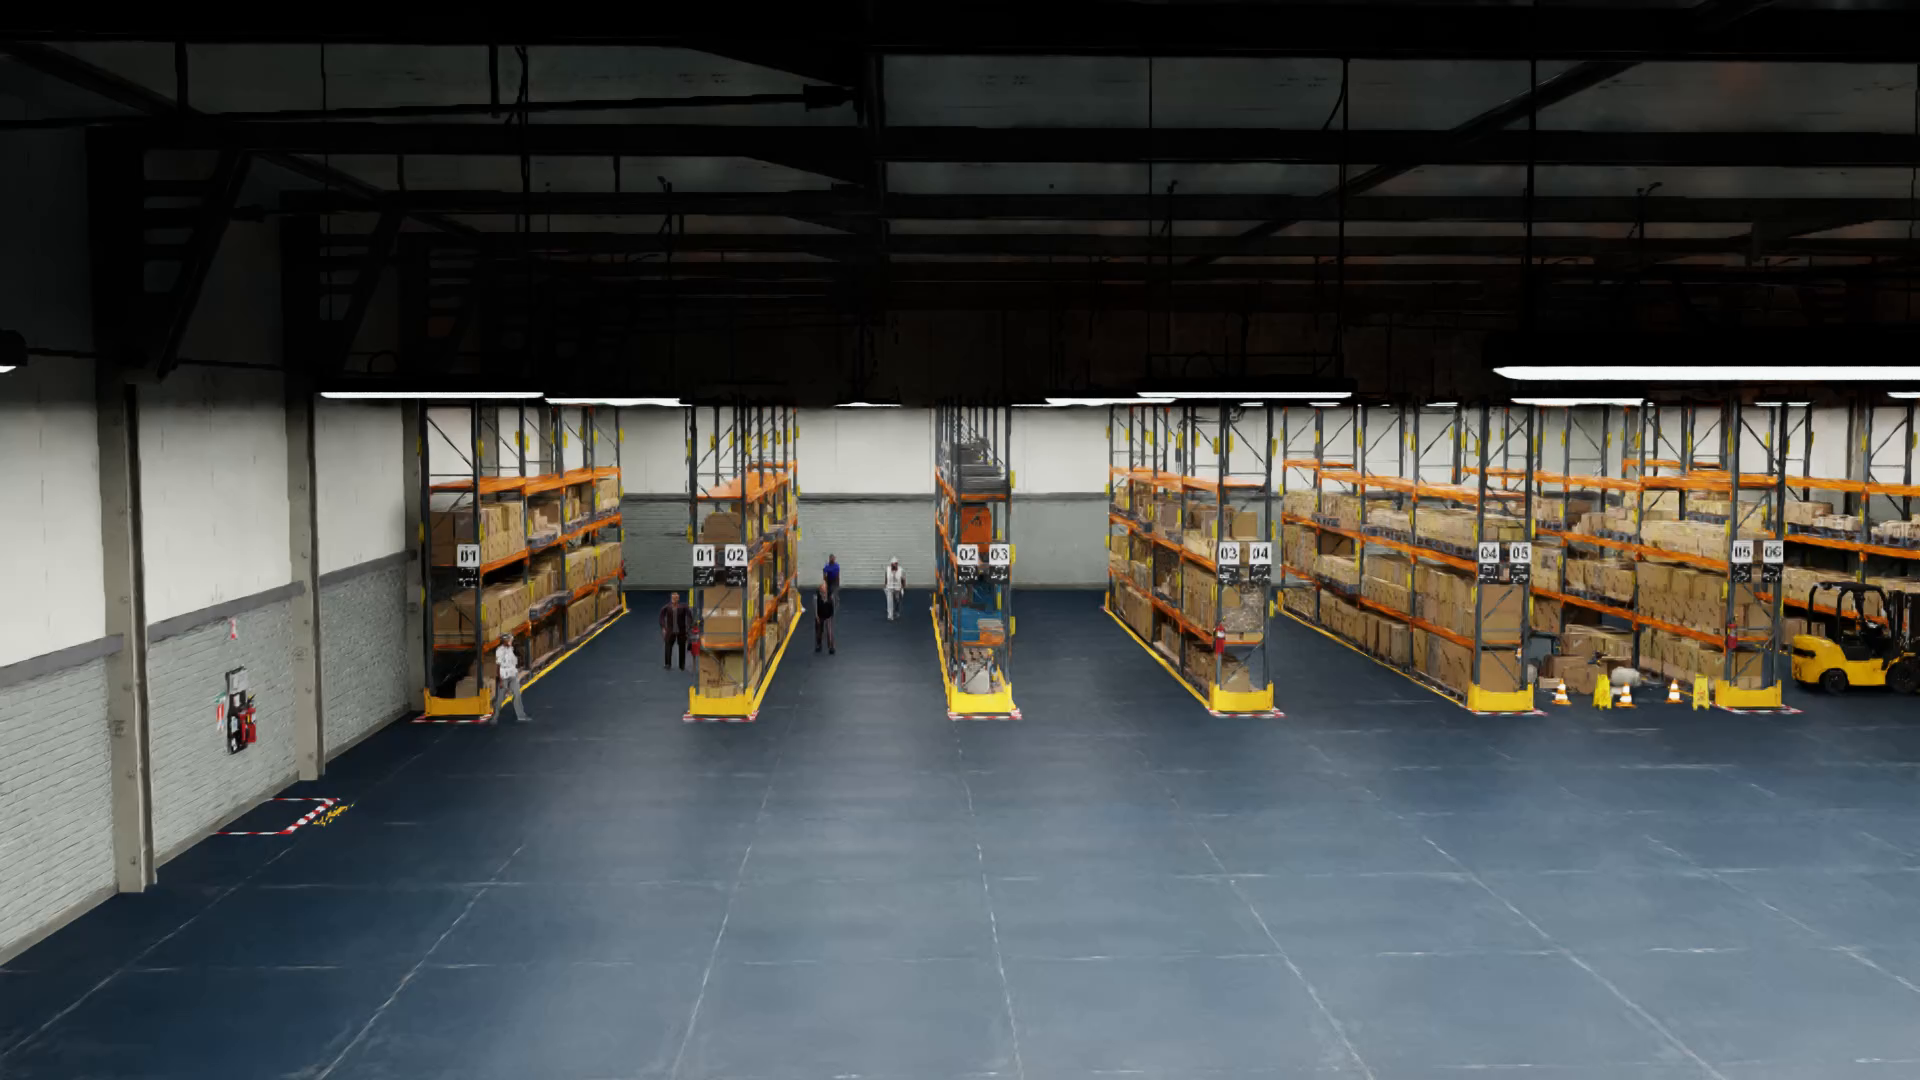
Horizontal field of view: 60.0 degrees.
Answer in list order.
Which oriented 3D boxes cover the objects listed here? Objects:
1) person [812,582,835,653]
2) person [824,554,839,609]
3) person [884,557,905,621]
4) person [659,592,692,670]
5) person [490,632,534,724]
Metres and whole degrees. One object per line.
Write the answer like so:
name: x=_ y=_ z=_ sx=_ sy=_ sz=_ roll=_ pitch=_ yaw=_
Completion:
person: x=-3.201 y=1.810 z=39.060 sx=0.538 sy=1.664 sz=1.026 roll=-1 pitch=5 yaw=-10
person: x=-3.685 y=1.171 z=47.686 sx=0.453 sy=1.581 sz=1.067 roll=-1 pitch=5 yaw=-8
person: x=-1.772 y=1.306 z=45.135 sx=0.563 sy=1.707 sz=1.127 roll=0 pitch=5 yaw=-4
person: x=-6.243 y=1.990 z=36.511 sx=0.729 sy=1.733 sz=0.546 roll=0 pitch=5 yaw=-4
person: x=-8.222 y=2.492 z=30.324 sx=0.555 sy=1.670 sz=0.697 roll=3 pitch=5 yaw=35
